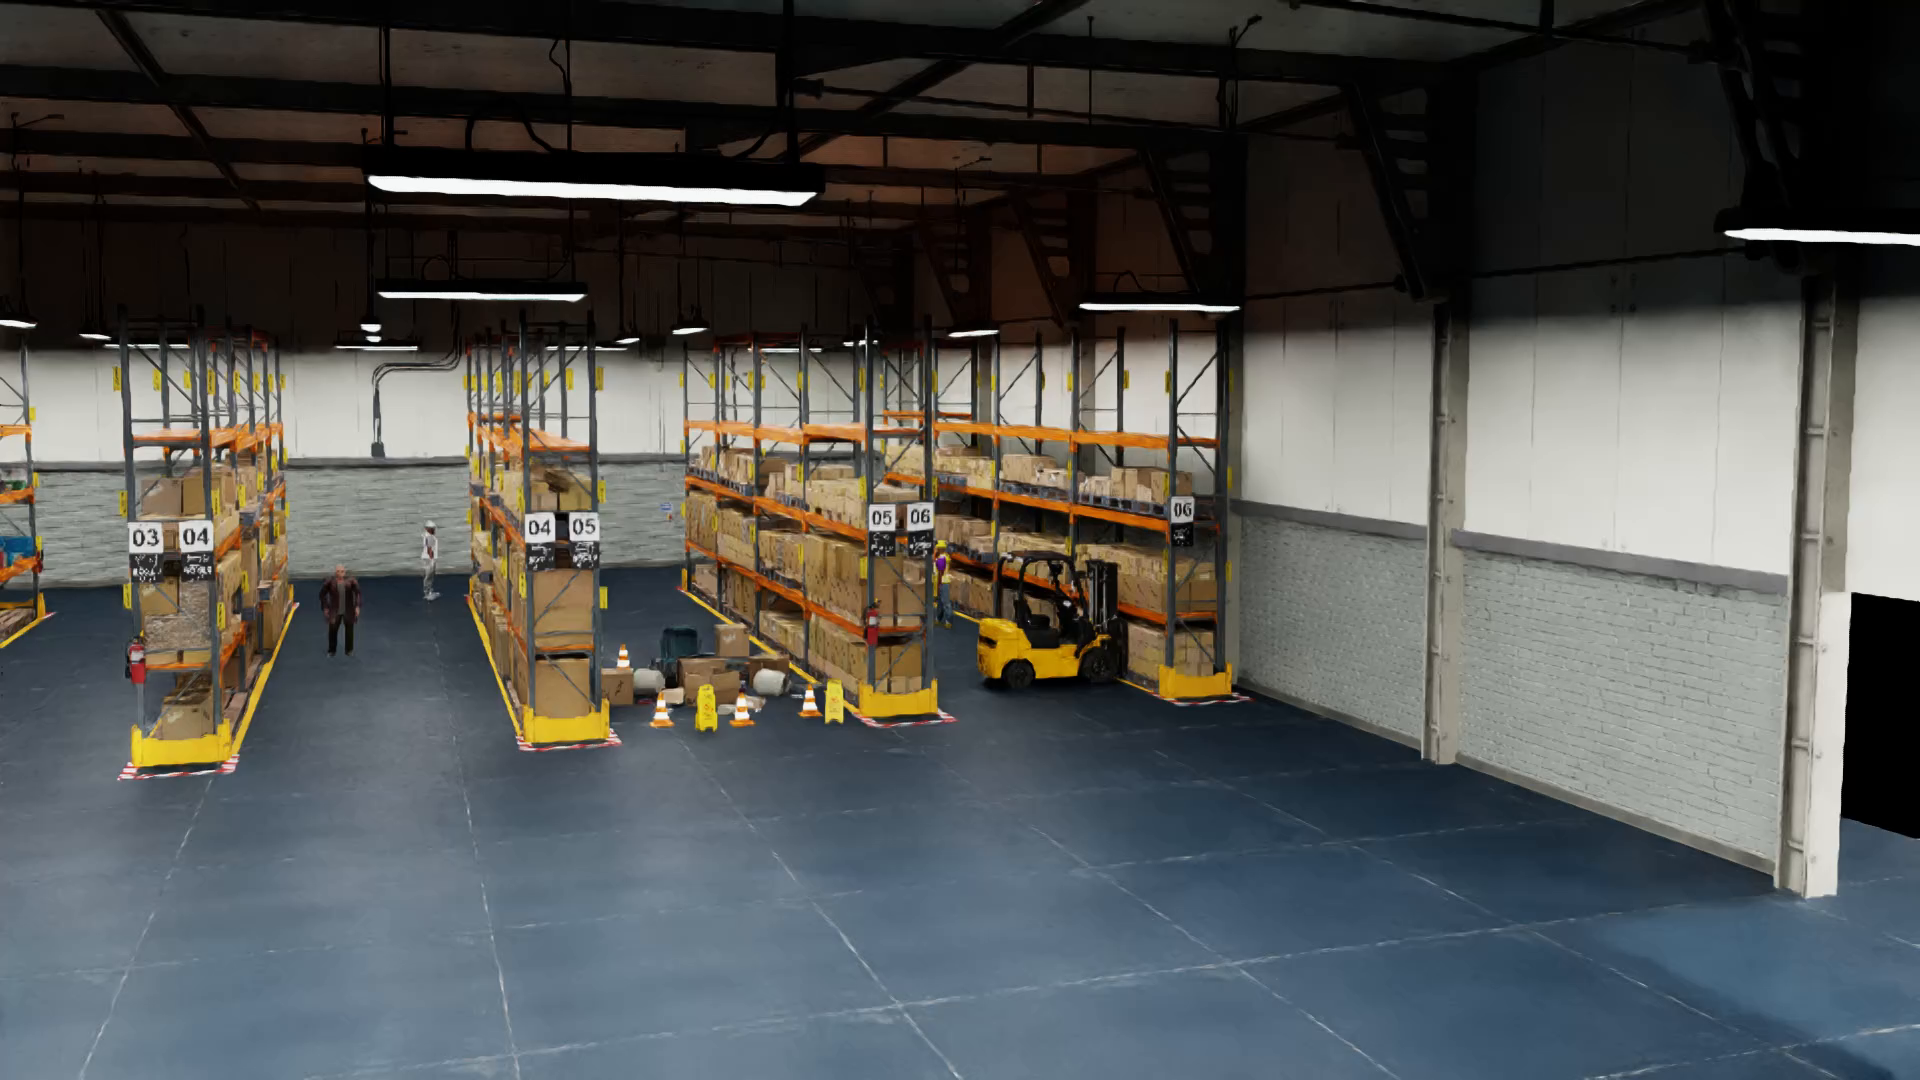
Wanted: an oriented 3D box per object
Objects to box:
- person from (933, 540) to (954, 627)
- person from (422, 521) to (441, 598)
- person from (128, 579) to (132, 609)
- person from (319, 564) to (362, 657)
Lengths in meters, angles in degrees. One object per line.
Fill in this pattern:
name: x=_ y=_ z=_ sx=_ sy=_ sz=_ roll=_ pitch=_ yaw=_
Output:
person: x=-0.406 y=0.880 z=34.073 sx=0.585 sy=1.763 sz=0.682 roll=0 pitch=5 yaw=3
person: x=-12.265 y=0.441 z=38.539 sx=0.409 sy=1.779 sz=0.623 roll=-2 pitch=6 yaw=-21
person: x=-15.194 y=1.196 z=31.095 sx=0.677 sy=1.742 sz=0.552 roll=-2 pitch=6 yaw=-20
person: x=-11.244 y=1.281 z=30.211 sx=0.729 sy=1.732 sz=0.541 roll=-2 pitch=6 yaw=-21
